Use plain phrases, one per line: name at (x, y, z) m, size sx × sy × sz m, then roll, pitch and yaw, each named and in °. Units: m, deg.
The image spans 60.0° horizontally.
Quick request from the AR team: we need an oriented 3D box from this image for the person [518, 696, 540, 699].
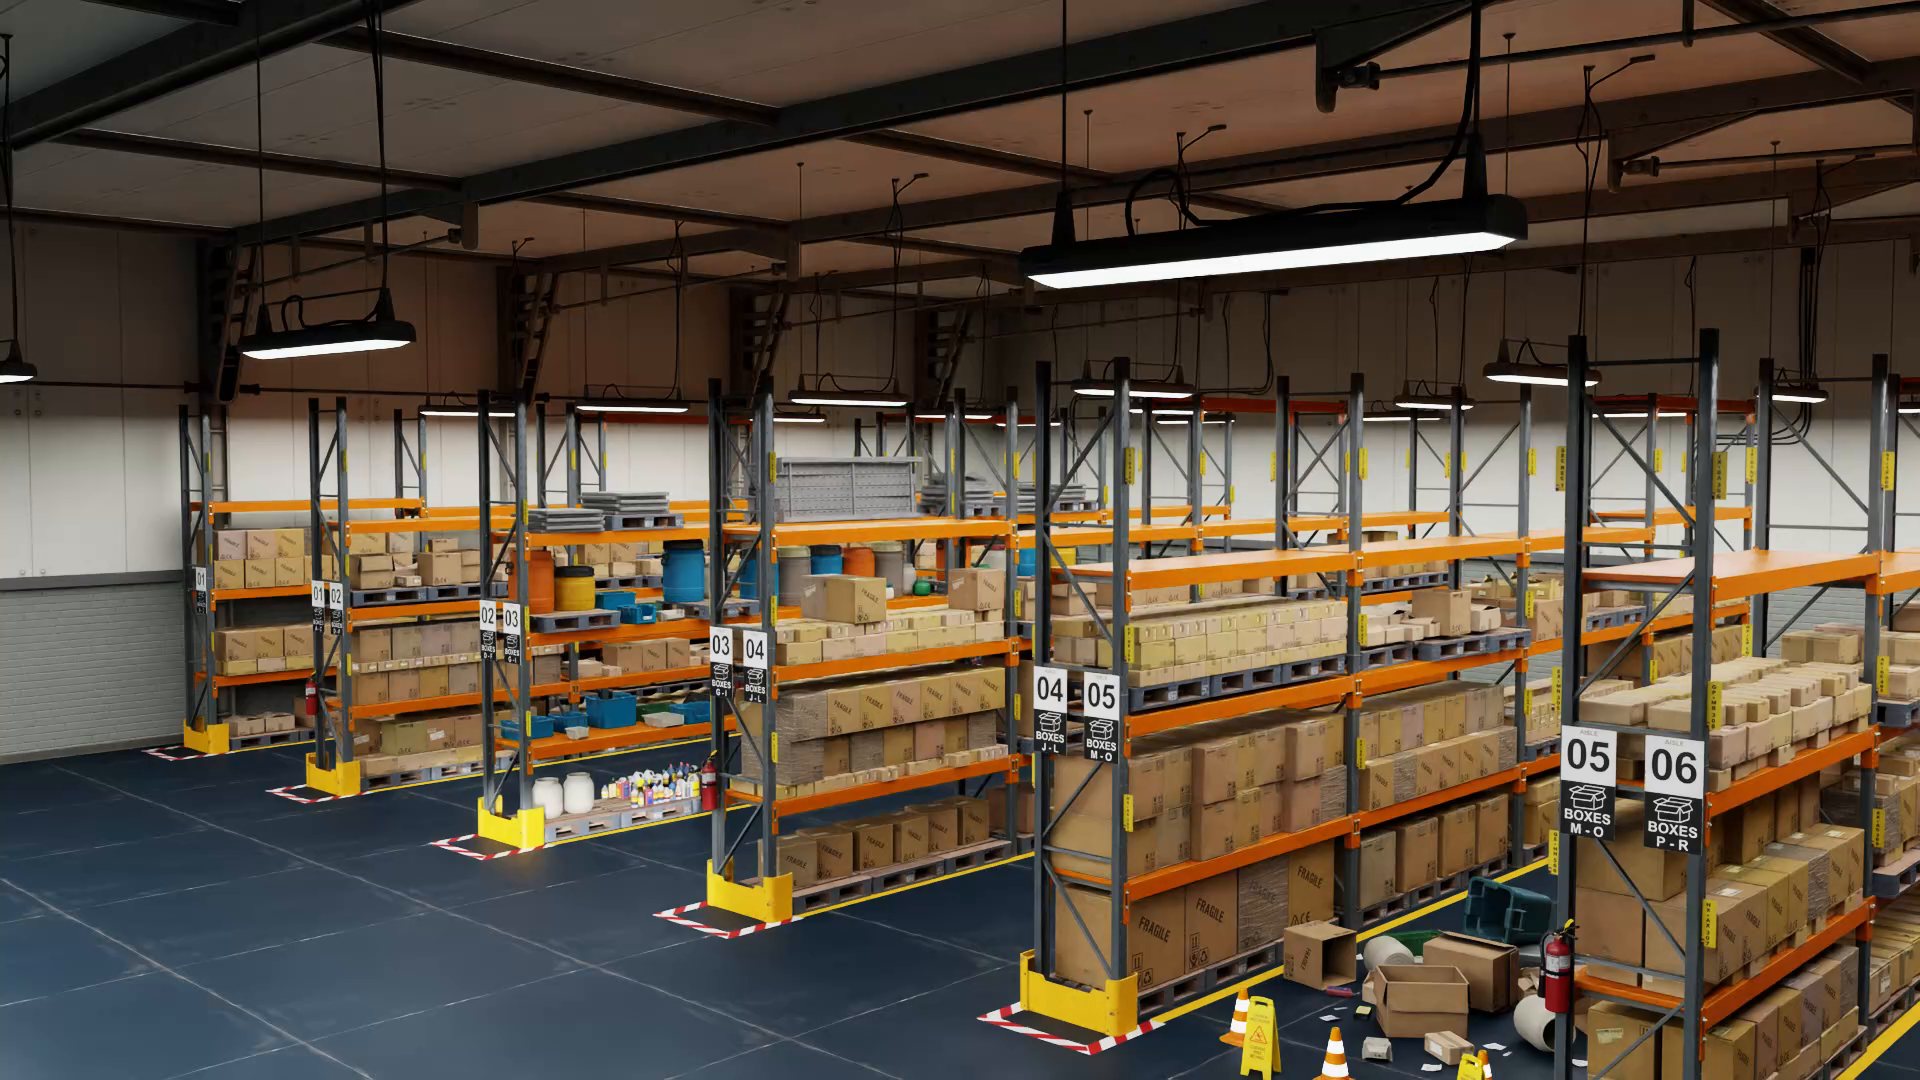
person at (-8.068, 2.672, 30.963) m, size 0.564 × 1.681 × 0.931 m, roll 1°, pitch 3°, yaw 18°
